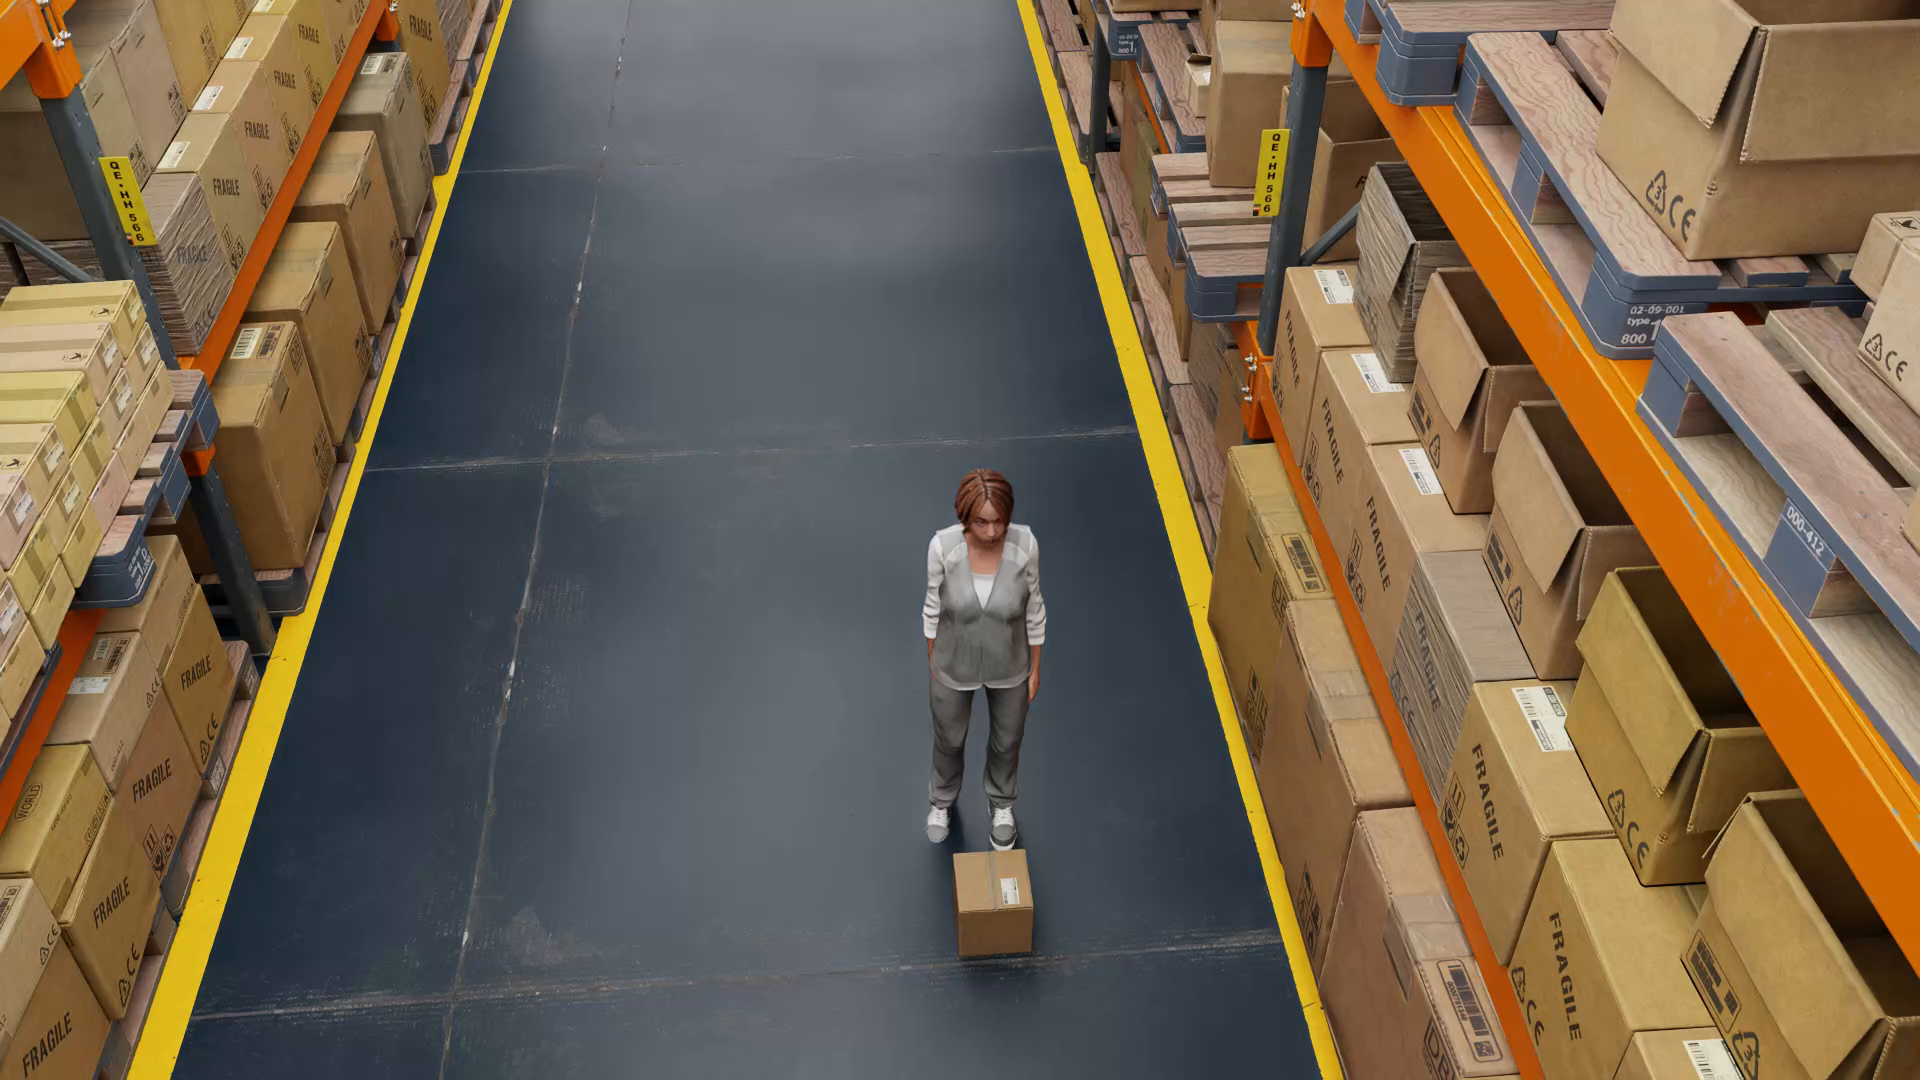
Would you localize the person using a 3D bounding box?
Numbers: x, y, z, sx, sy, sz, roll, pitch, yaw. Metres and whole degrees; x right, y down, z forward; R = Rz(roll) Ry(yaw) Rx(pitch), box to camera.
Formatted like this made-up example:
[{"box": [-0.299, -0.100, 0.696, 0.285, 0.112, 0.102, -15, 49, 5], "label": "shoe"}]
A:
[{"box": [0.076, 0.445, 5.653, 0.425, 1.637, 0.328, -2, 40, -3], "label": "person"}]
